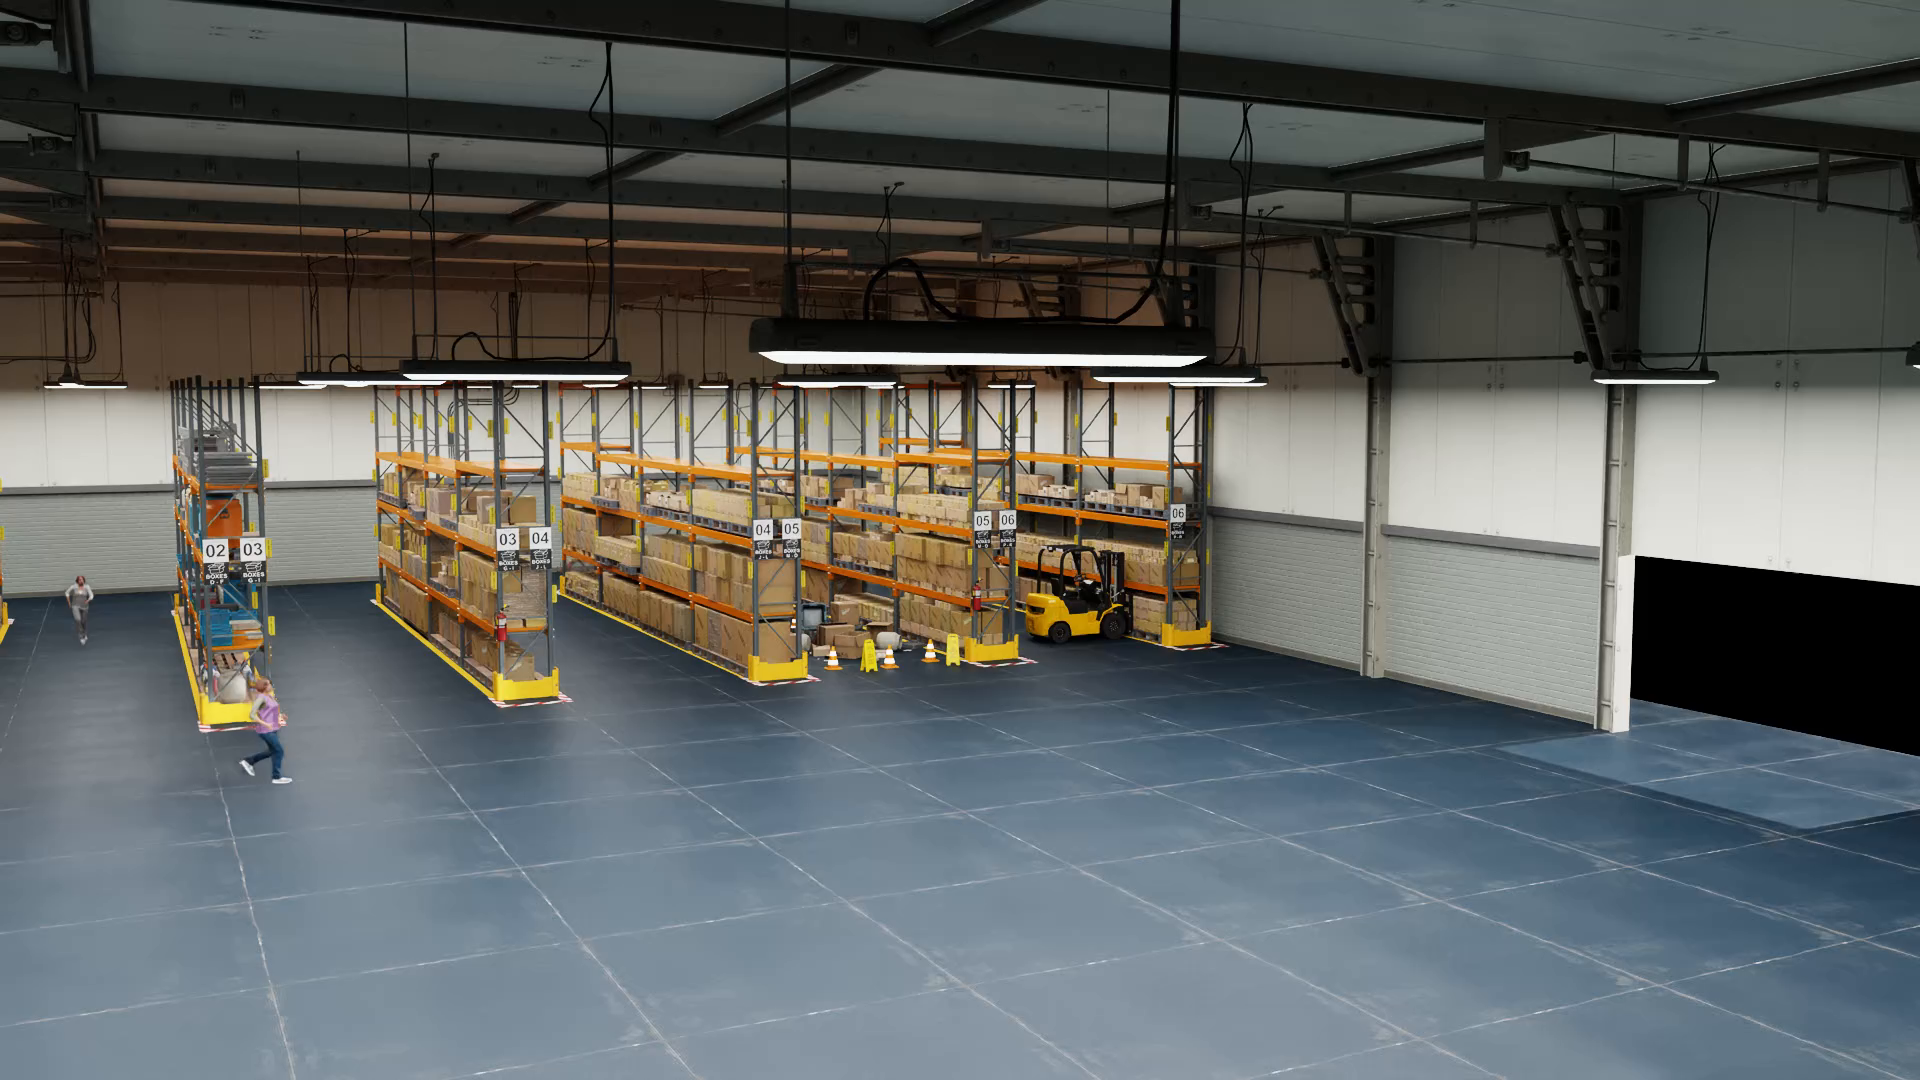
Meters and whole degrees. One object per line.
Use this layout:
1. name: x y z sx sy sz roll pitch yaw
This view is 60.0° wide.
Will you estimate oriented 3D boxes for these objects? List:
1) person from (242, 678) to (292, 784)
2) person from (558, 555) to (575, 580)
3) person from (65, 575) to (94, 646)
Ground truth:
1. person: -10.149 2.787 24.261 0.730 1.560 0.546 0 5 -5
2. person: -11.459 0.611 48.658 0.518 1.604 0.592 -3 6 -29
3. person: -20.008 1.590 37.829 0.556 1.573 0.803 -4 6 -35
